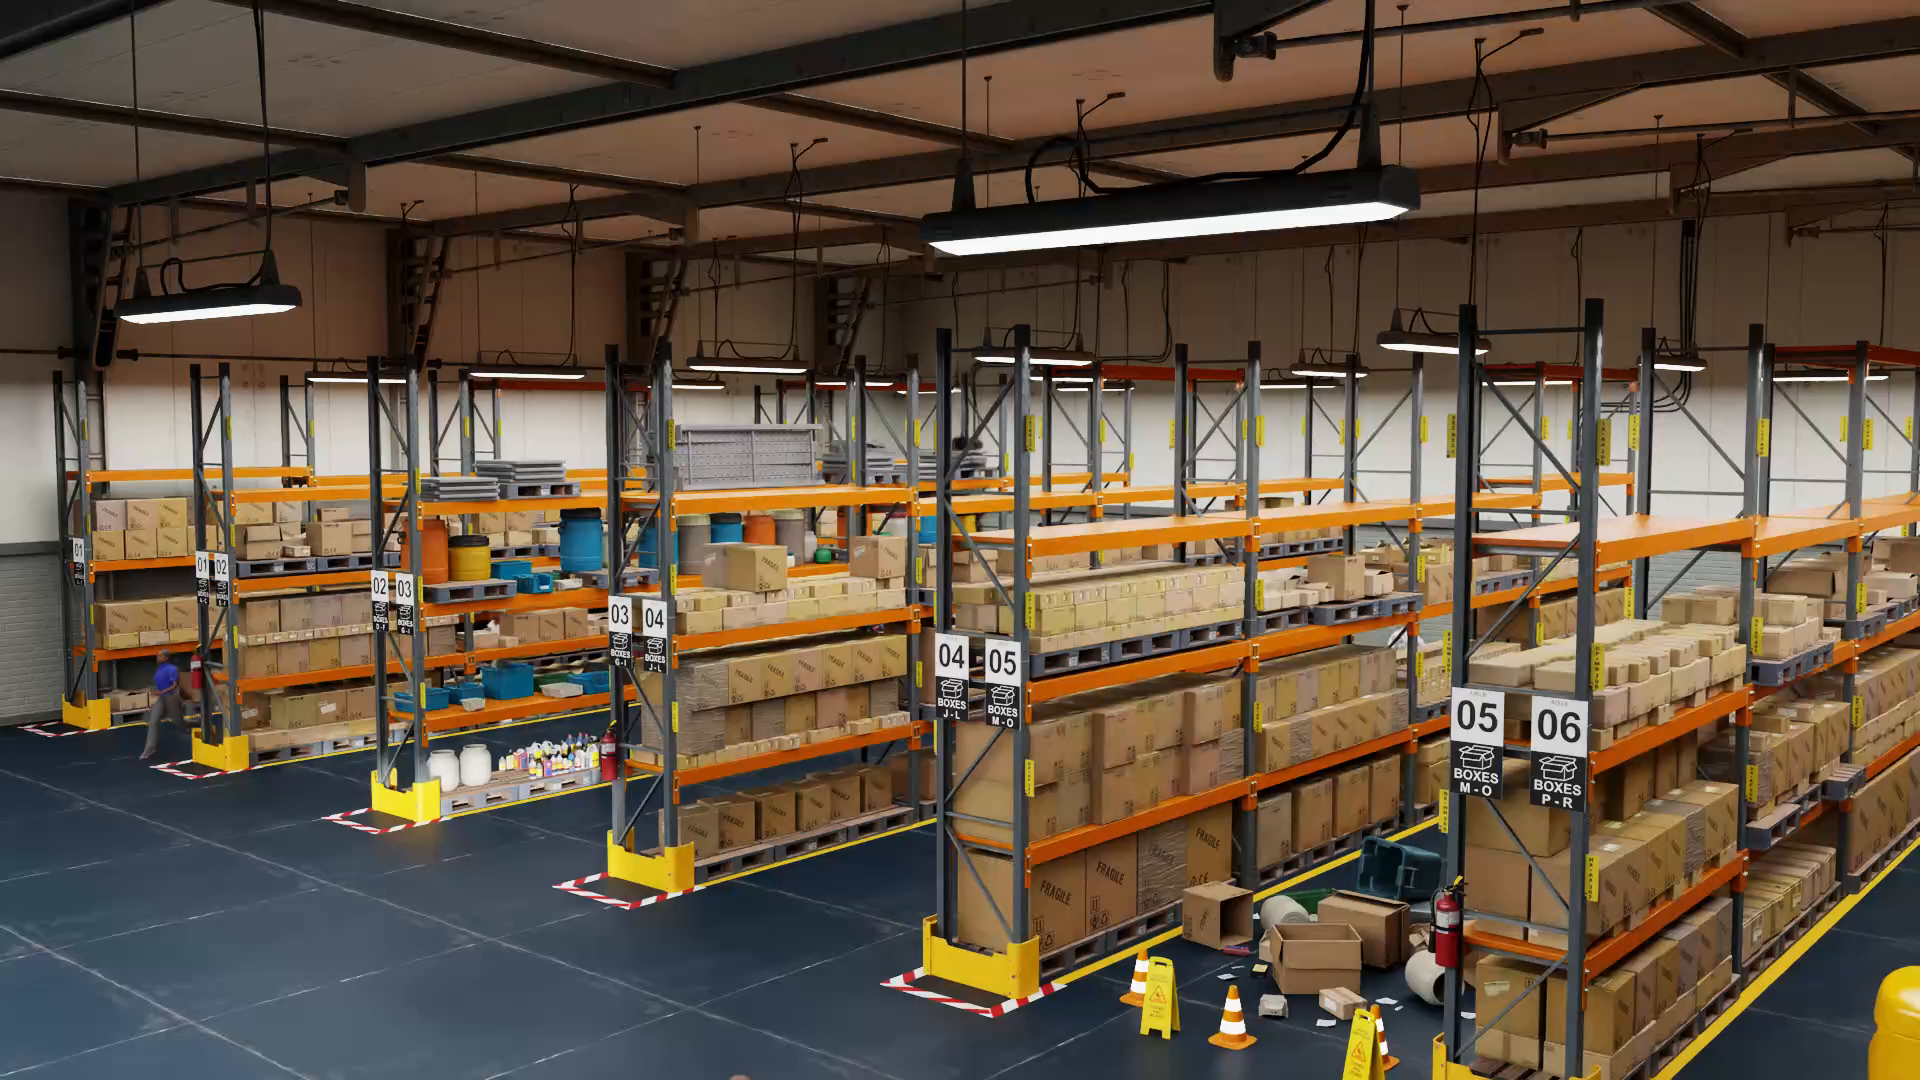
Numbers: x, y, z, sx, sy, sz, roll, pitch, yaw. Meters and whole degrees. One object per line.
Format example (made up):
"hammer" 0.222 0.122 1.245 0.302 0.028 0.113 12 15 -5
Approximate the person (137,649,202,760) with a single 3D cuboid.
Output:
"person" -12.207 2.509 25.712 0.538 1.669 1.059 2 5 30

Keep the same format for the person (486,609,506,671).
"person" -8.410 2.071 30.287 0.690 1.779 0.939 3 5 35

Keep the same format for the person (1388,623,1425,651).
"person" 8.145 2.166 30.356 0.725 1.648 0.571 -1 4 -10
